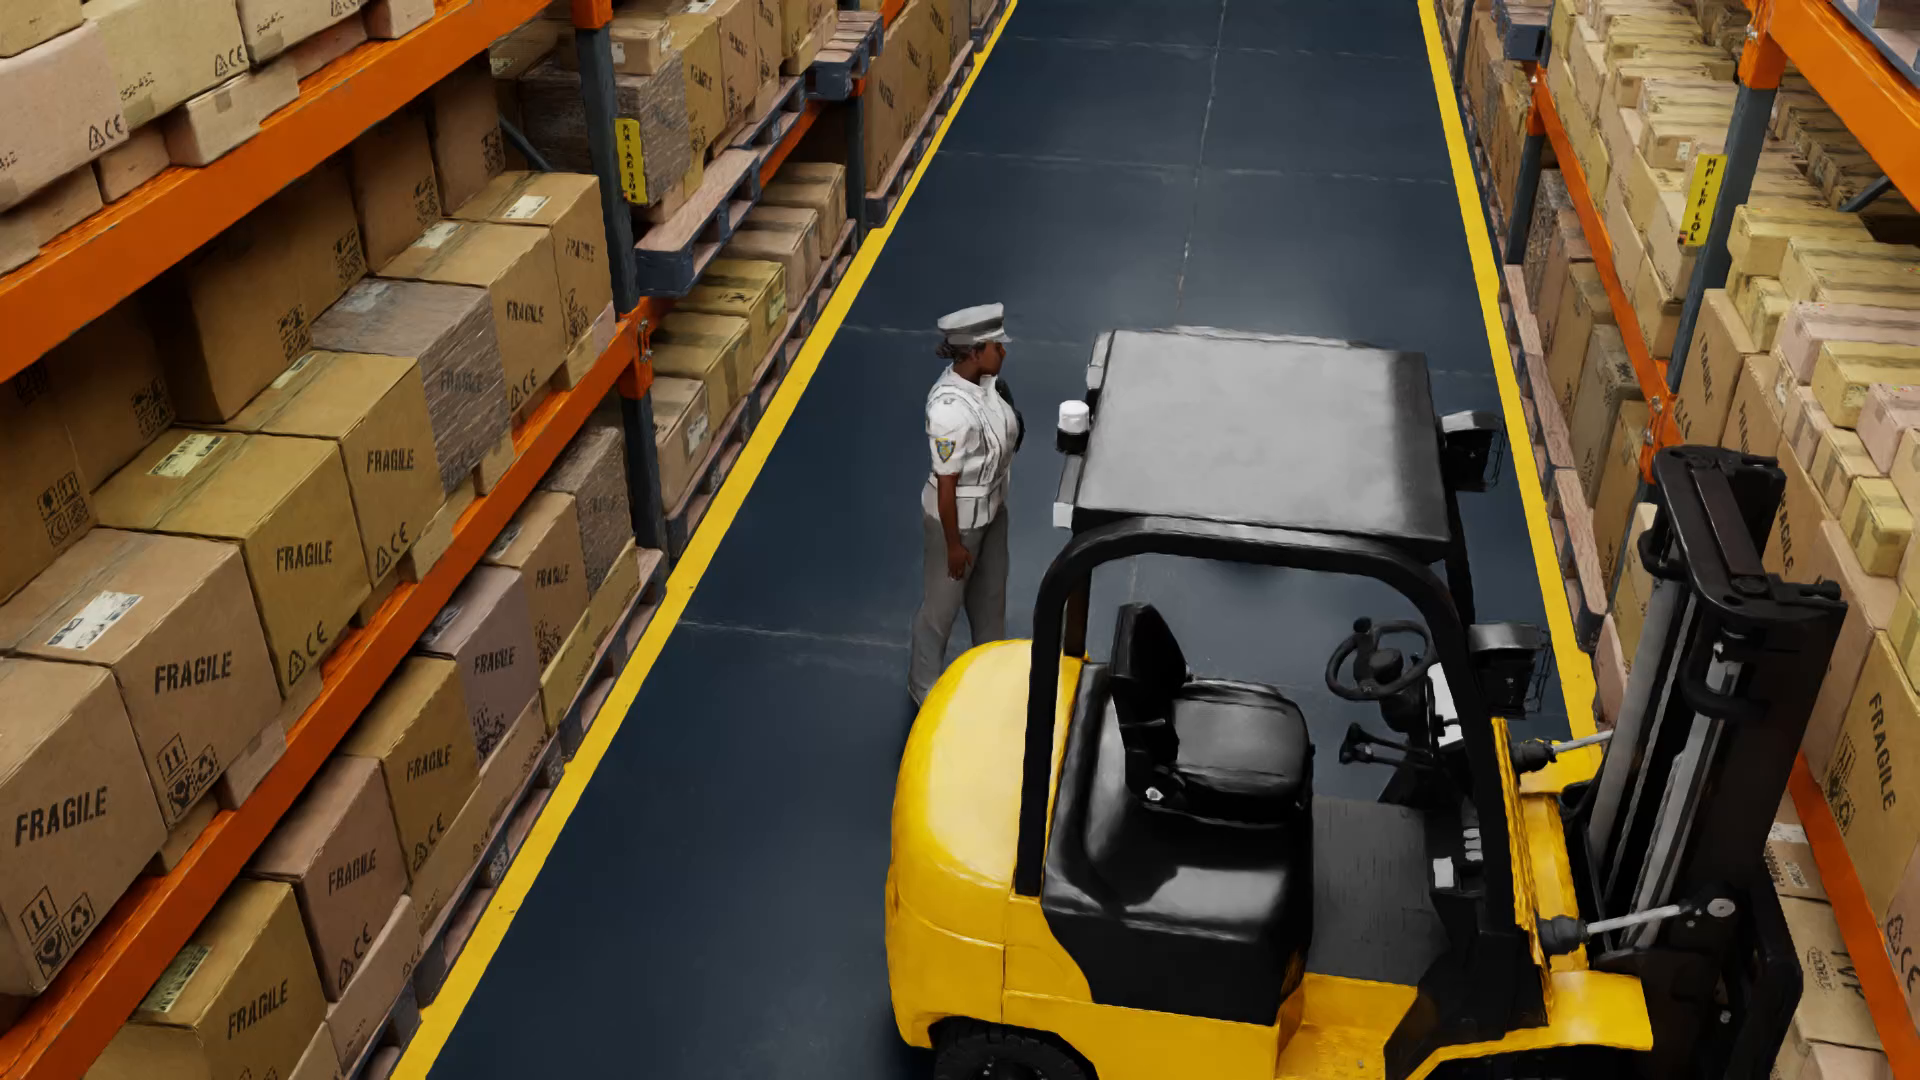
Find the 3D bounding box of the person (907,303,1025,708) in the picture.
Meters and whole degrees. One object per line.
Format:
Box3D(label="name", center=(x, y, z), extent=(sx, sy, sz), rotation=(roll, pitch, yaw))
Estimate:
Box3D(label="person", center=(0.062, -0.103, 6.249), extent=(0.482, 1.670, 0.571), rotation=(12, 34, 18))
